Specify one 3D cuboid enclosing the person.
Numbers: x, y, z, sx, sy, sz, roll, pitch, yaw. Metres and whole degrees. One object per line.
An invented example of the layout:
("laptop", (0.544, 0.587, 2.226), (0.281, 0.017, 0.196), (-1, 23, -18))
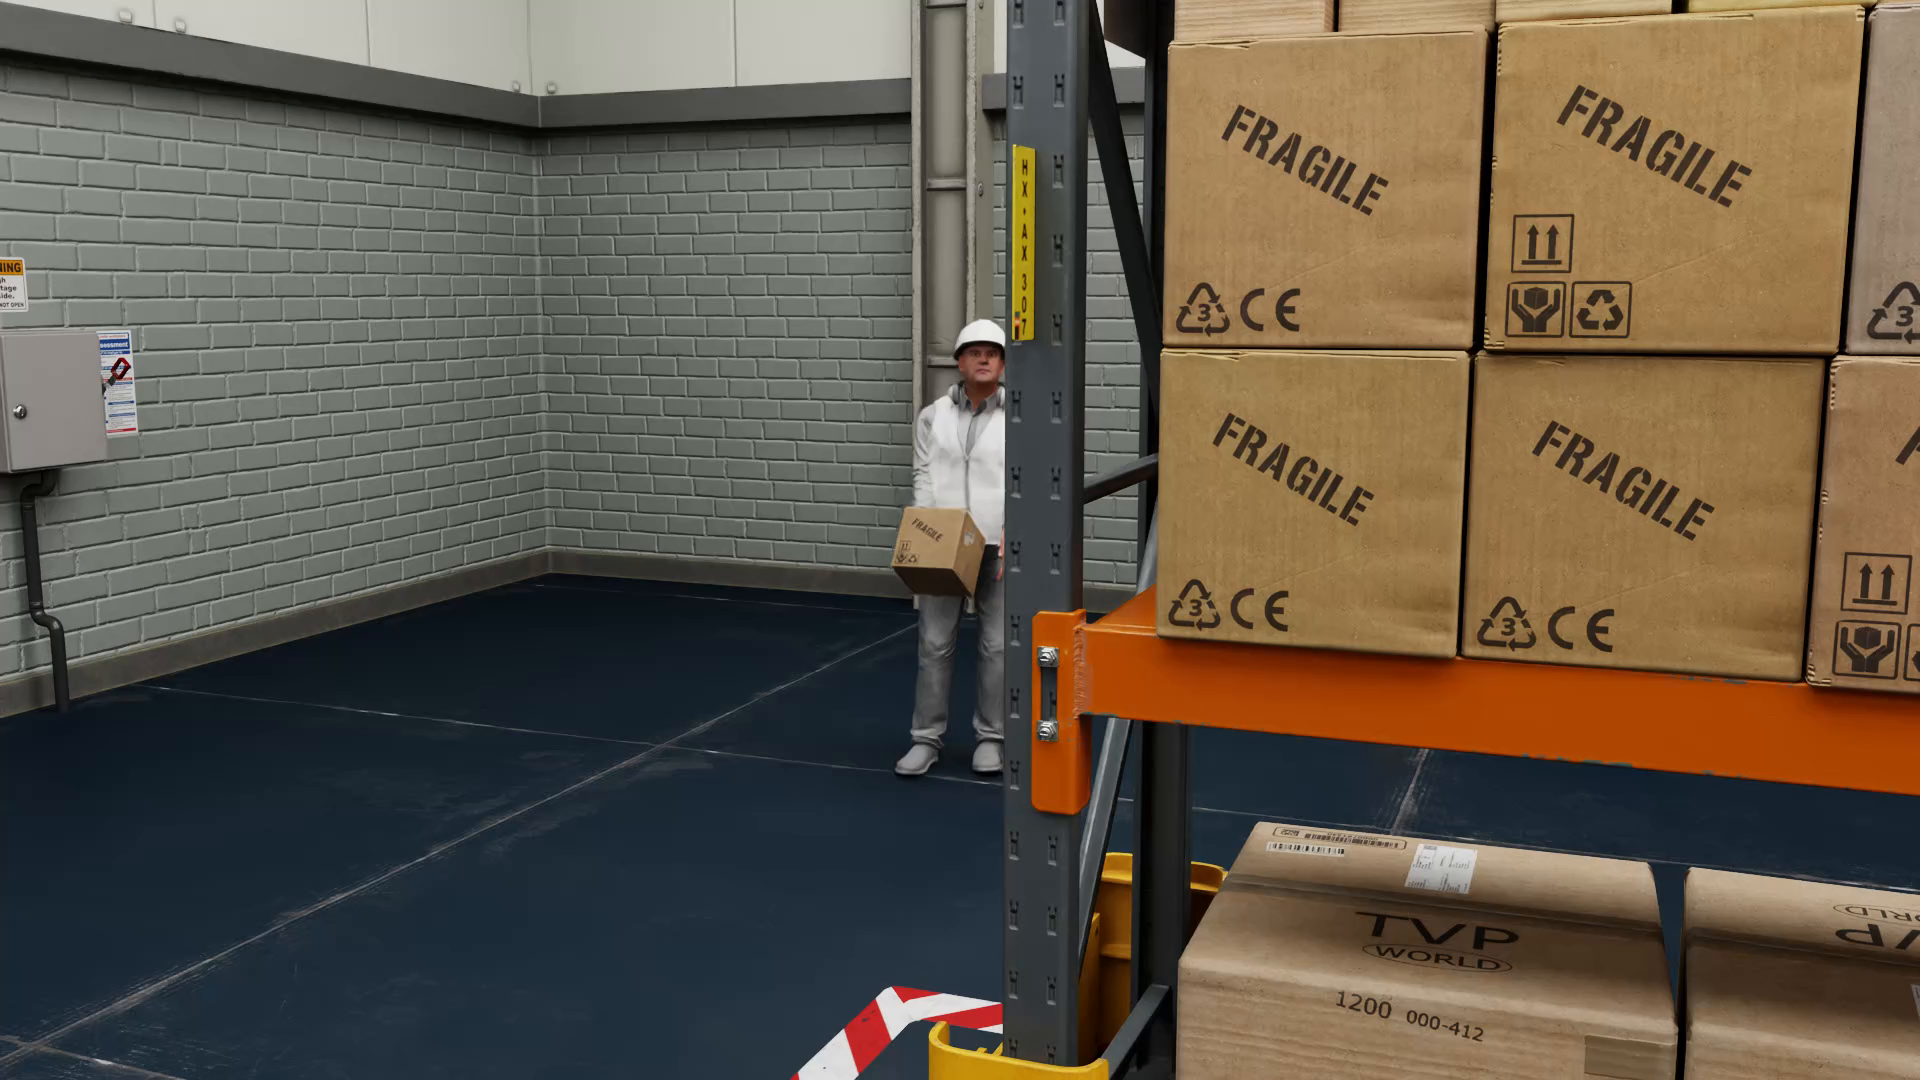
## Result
("person", (0.034, 0.028, 6.554), (0.561, 1.777, 0.522), (1, 9, 6))
